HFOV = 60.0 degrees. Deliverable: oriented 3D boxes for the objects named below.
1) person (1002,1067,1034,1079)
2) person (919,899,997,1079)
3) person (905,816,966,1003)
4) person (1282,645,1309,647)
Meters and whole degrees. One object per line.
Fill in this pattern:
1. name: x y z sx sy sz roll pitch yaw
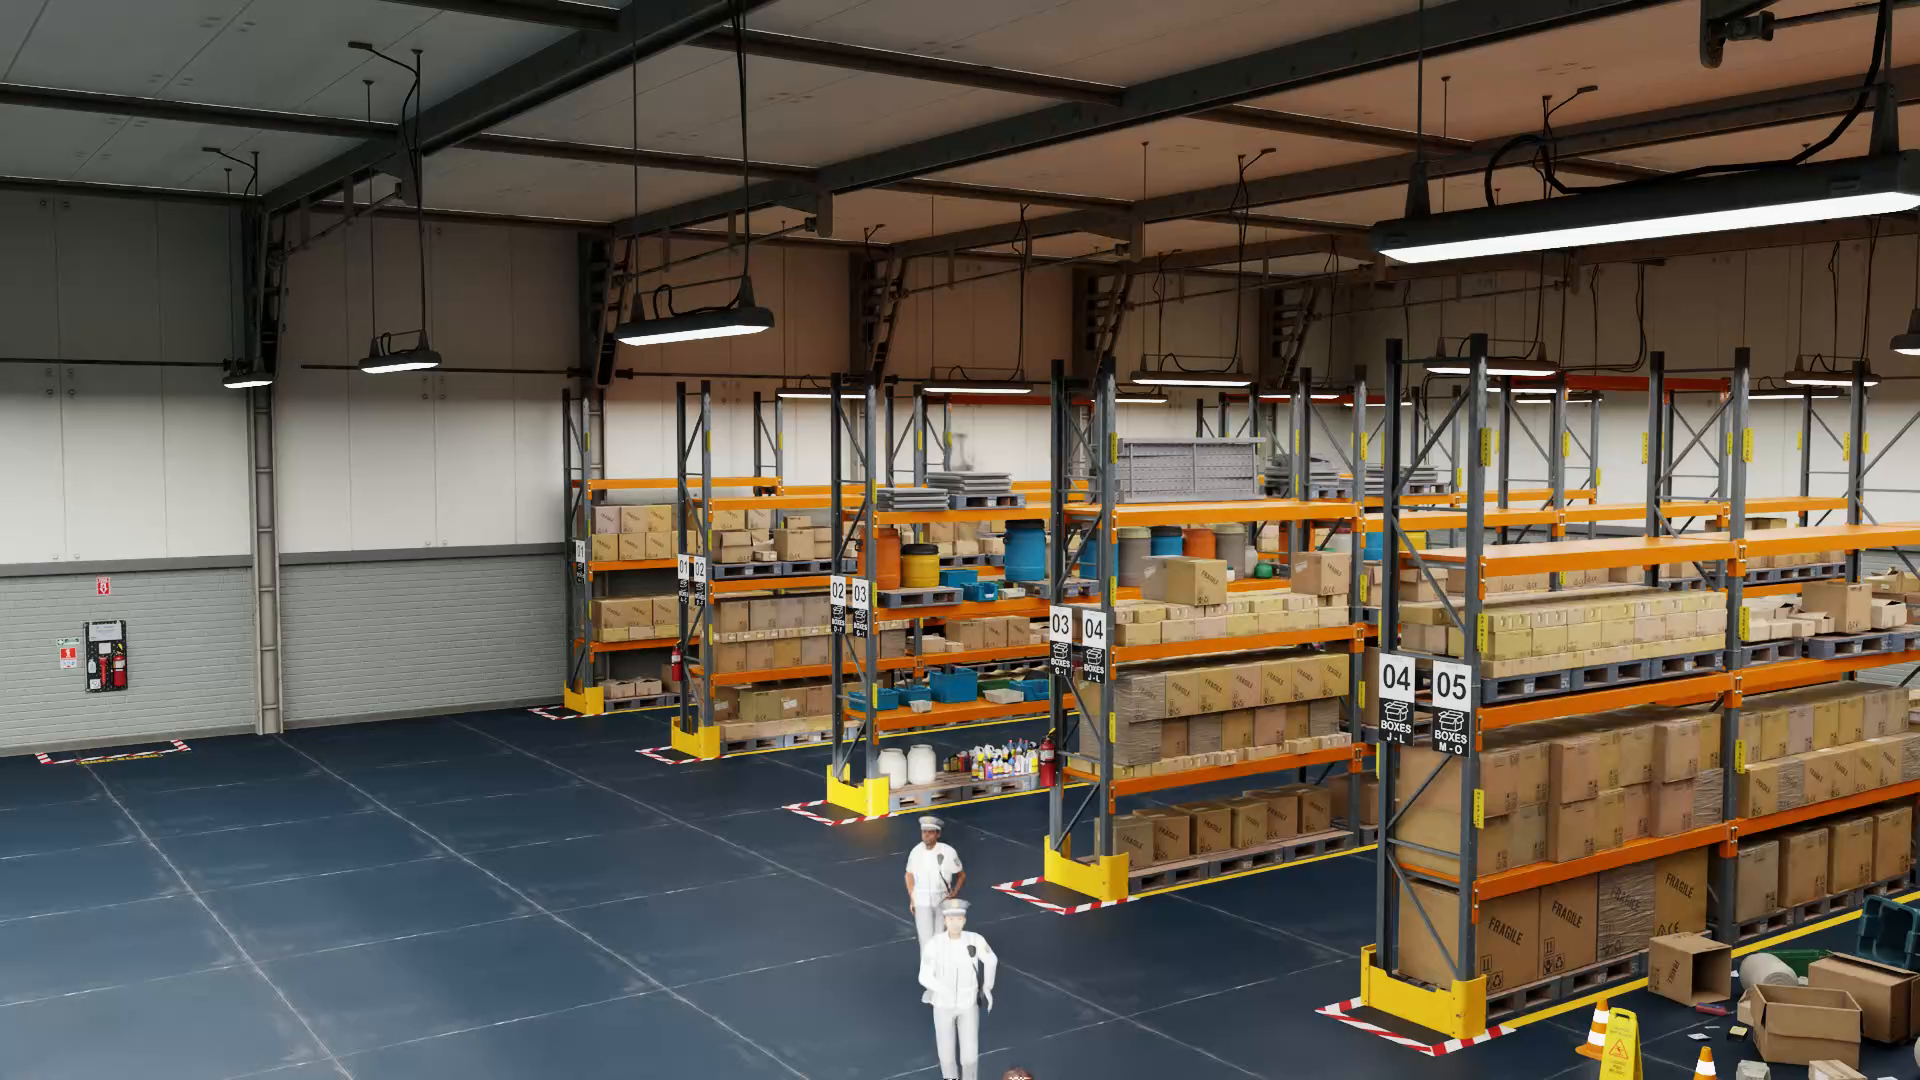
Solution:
1. person: 0.314 3.717 9.119 0.564 1.655 0.969 0 4 5
2. person: -0.014 3.515 12.506 0.590 1.660 0.619 0 4 1
3. person: -0.238 3.357 15.331 0.576 1.683 0.591 1 4 10
4. person: 6.222 2.273 31.344 0.747 1.816 0.608 -3 5 -44
